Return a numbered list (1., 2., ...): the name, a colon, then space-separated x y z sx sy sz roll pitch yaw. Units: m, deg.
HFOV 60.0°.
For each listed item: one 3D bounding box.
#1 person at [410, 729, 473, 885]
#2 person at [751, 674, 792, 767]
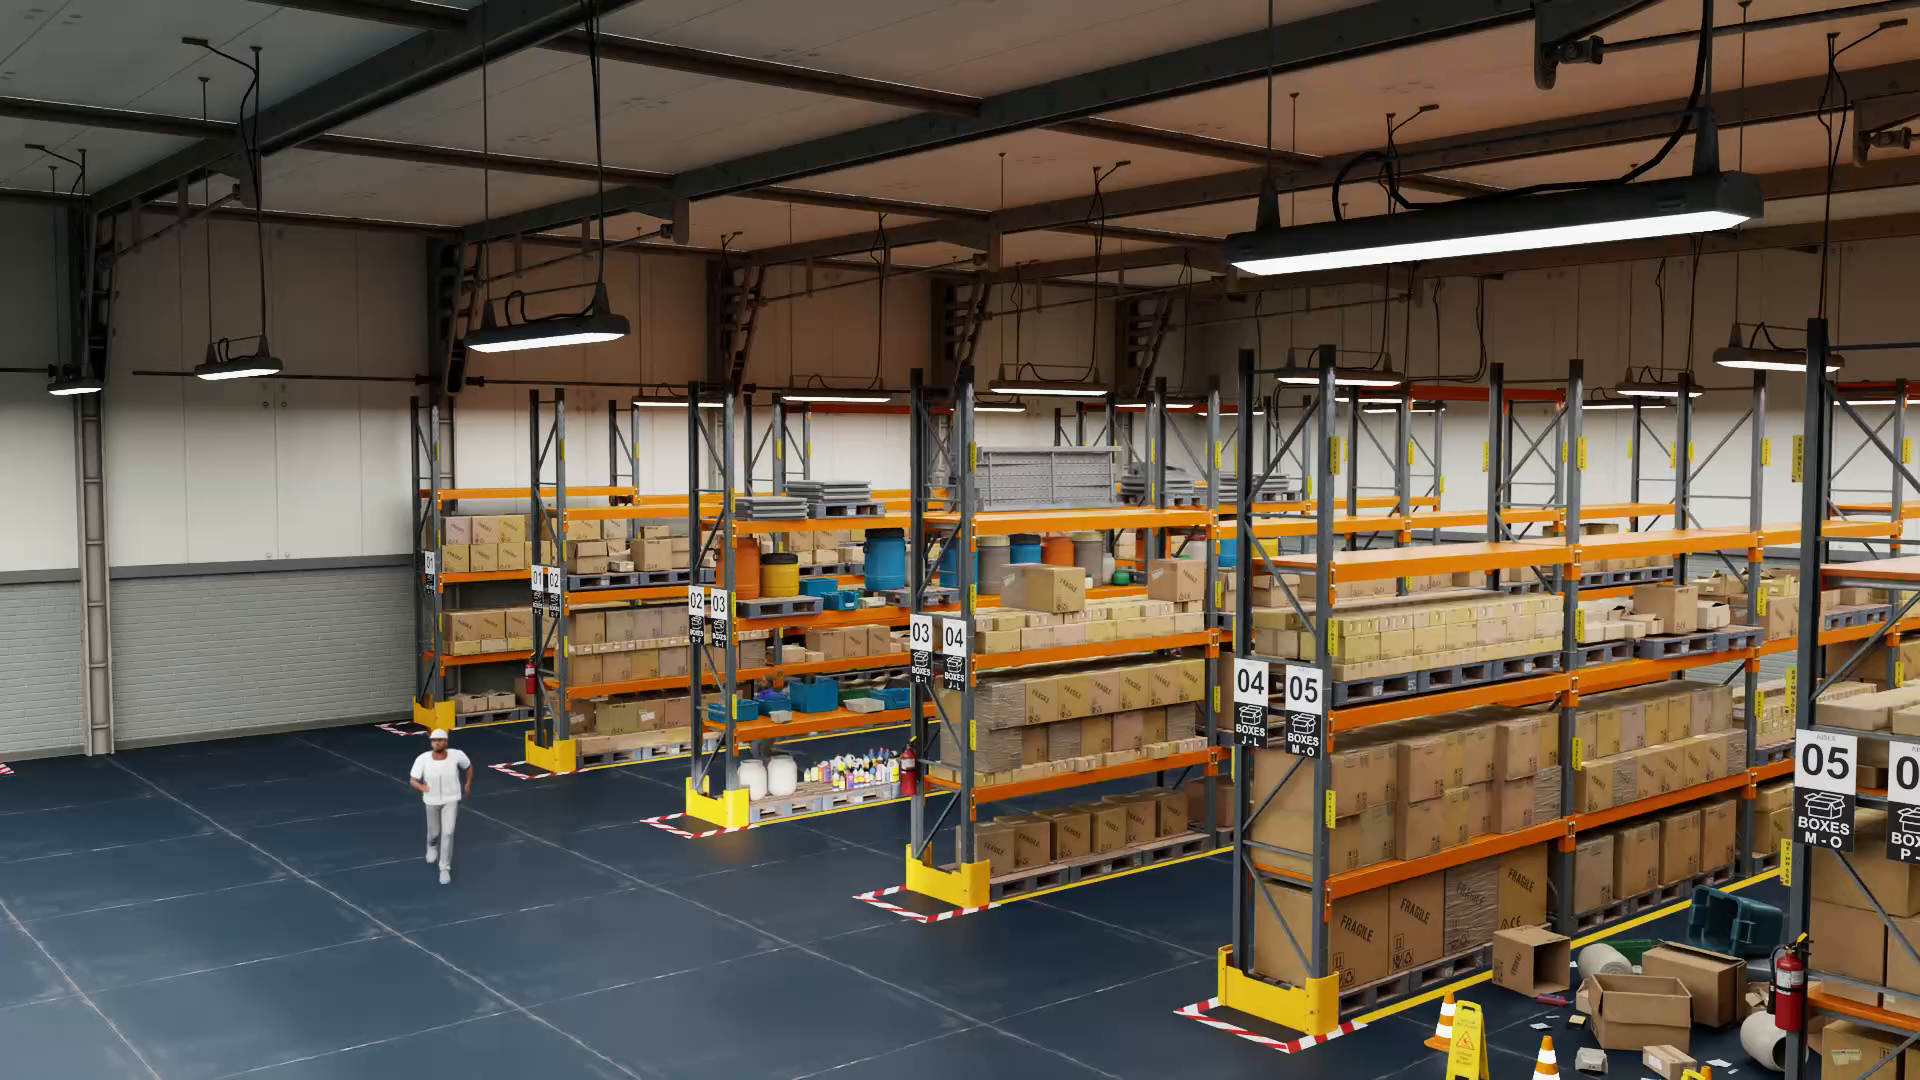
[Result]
1. person: -6.168 3.113 19.798 0.710 1.771 0.975 -1 3 -14
2. person: -2.924 2.852 25.439 0.719 1.608 0.598 -3 5 -44
